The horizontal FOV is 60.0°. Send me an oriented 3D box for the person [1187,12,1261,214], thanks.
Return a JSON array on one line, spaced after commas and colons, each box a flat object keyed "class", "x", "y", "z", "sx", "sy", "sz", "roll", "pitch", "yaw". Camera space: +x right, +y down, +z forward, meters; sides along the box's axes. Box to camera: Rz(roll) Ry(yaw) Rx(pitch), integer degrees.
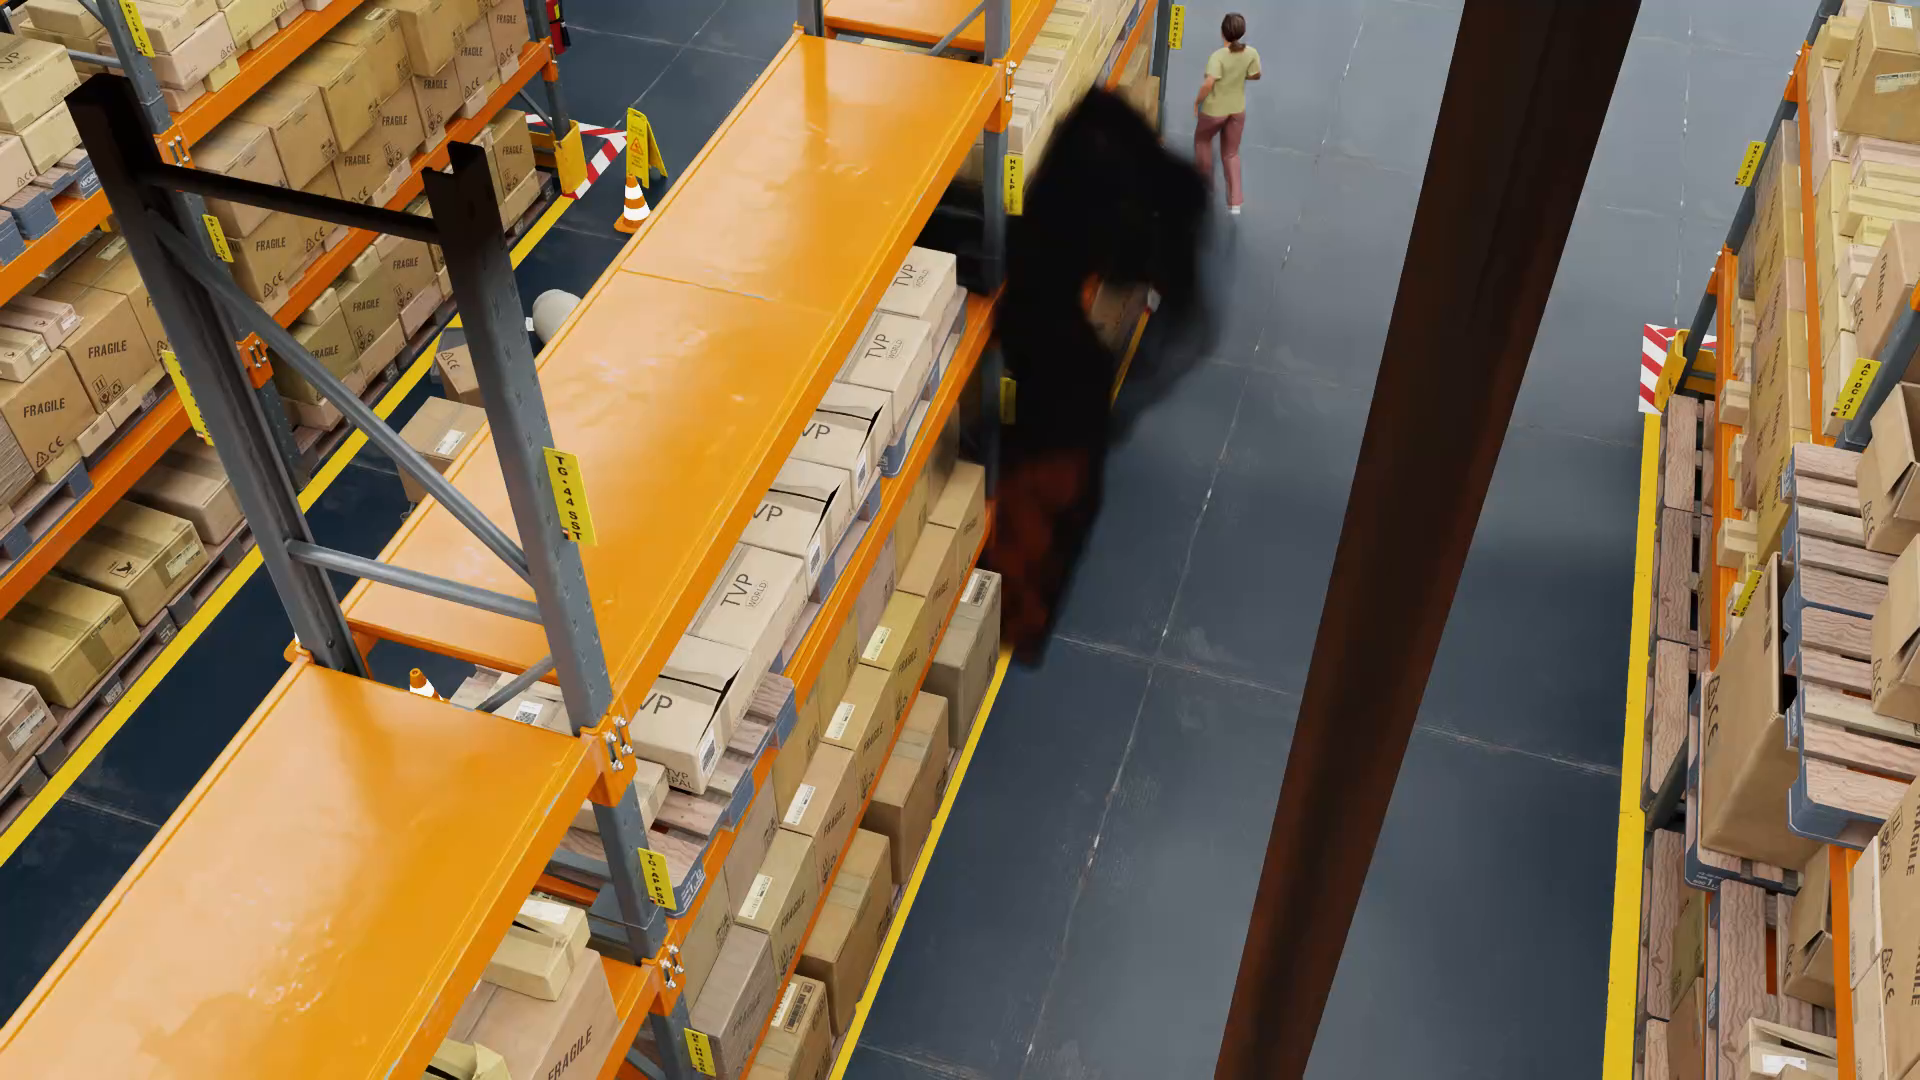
[{"class": "person", "x": 2.104, "y": -3.373, "z": 13.265, "sx": 0.590, "sy": 1.721, "sz": 0.790, "roll": -10, "pitch": 47, "yaw": -10}]
